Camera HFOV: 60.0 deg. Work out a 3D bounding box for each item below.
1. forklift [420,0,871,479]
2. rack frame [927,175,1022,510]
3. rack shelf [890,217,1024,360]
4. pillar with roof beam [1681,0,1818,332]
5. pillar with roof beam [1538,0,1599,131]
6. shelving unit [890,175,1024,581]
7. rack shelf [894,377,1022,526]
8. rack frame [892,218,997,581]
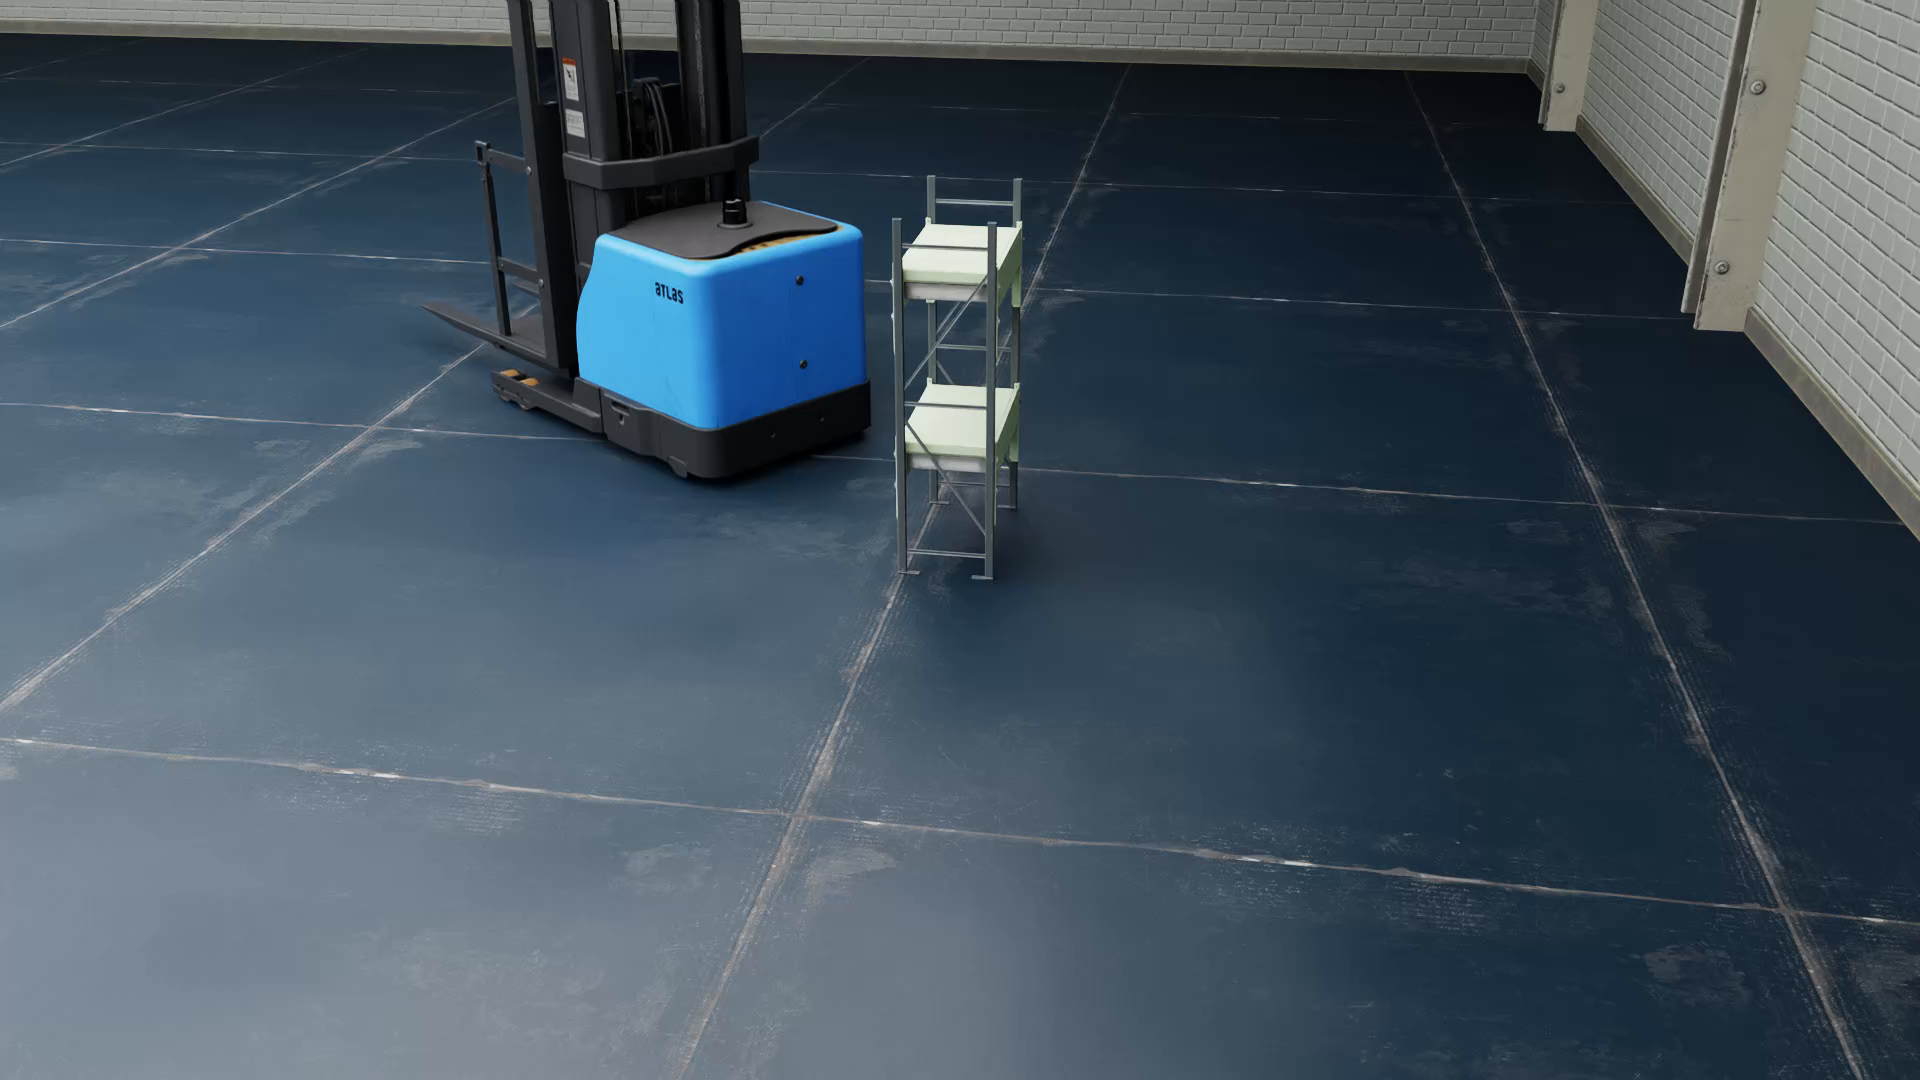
[{"bbox_3d":[-1.836,-2.141,8.366,1.130,2.935,3.031,-23,33,-39],"label":"forklift"},{"bbox_3d":[0.061,-0.835,7.265,0.400,1.500,0.023,4,25,9],"label":"rack frame"},{"bbox_3d":[0.001,-1.036,6.773,0.431,0.370,0.720,4,25,9],"label":"rack shelf"},{"bbox_3d":[0.333,-5.706,8.825,9.100,9.000,0.400,4,25,9],"label":"pillar with roof beam"},{"bbox_3d":[1.314,-8.215,14.186,9.100,9.000,0.400,4,25,9],"label":"pillar with roof beam"},{"bbox_3d":[0.001,-0.682,6.938,0.431,1.500,0.755,4,25,9],"label":"shelving unit"},{"bbox_3d":[0.001,-0.387,7.076,0.431,0.370,0.720,4,25,9],"label":"rack shelf"},{"bbox_3d":[-0.059,-0.529,6.611,0.400,1.500,0.023,4,25,9],"label":"rack frame"}]
